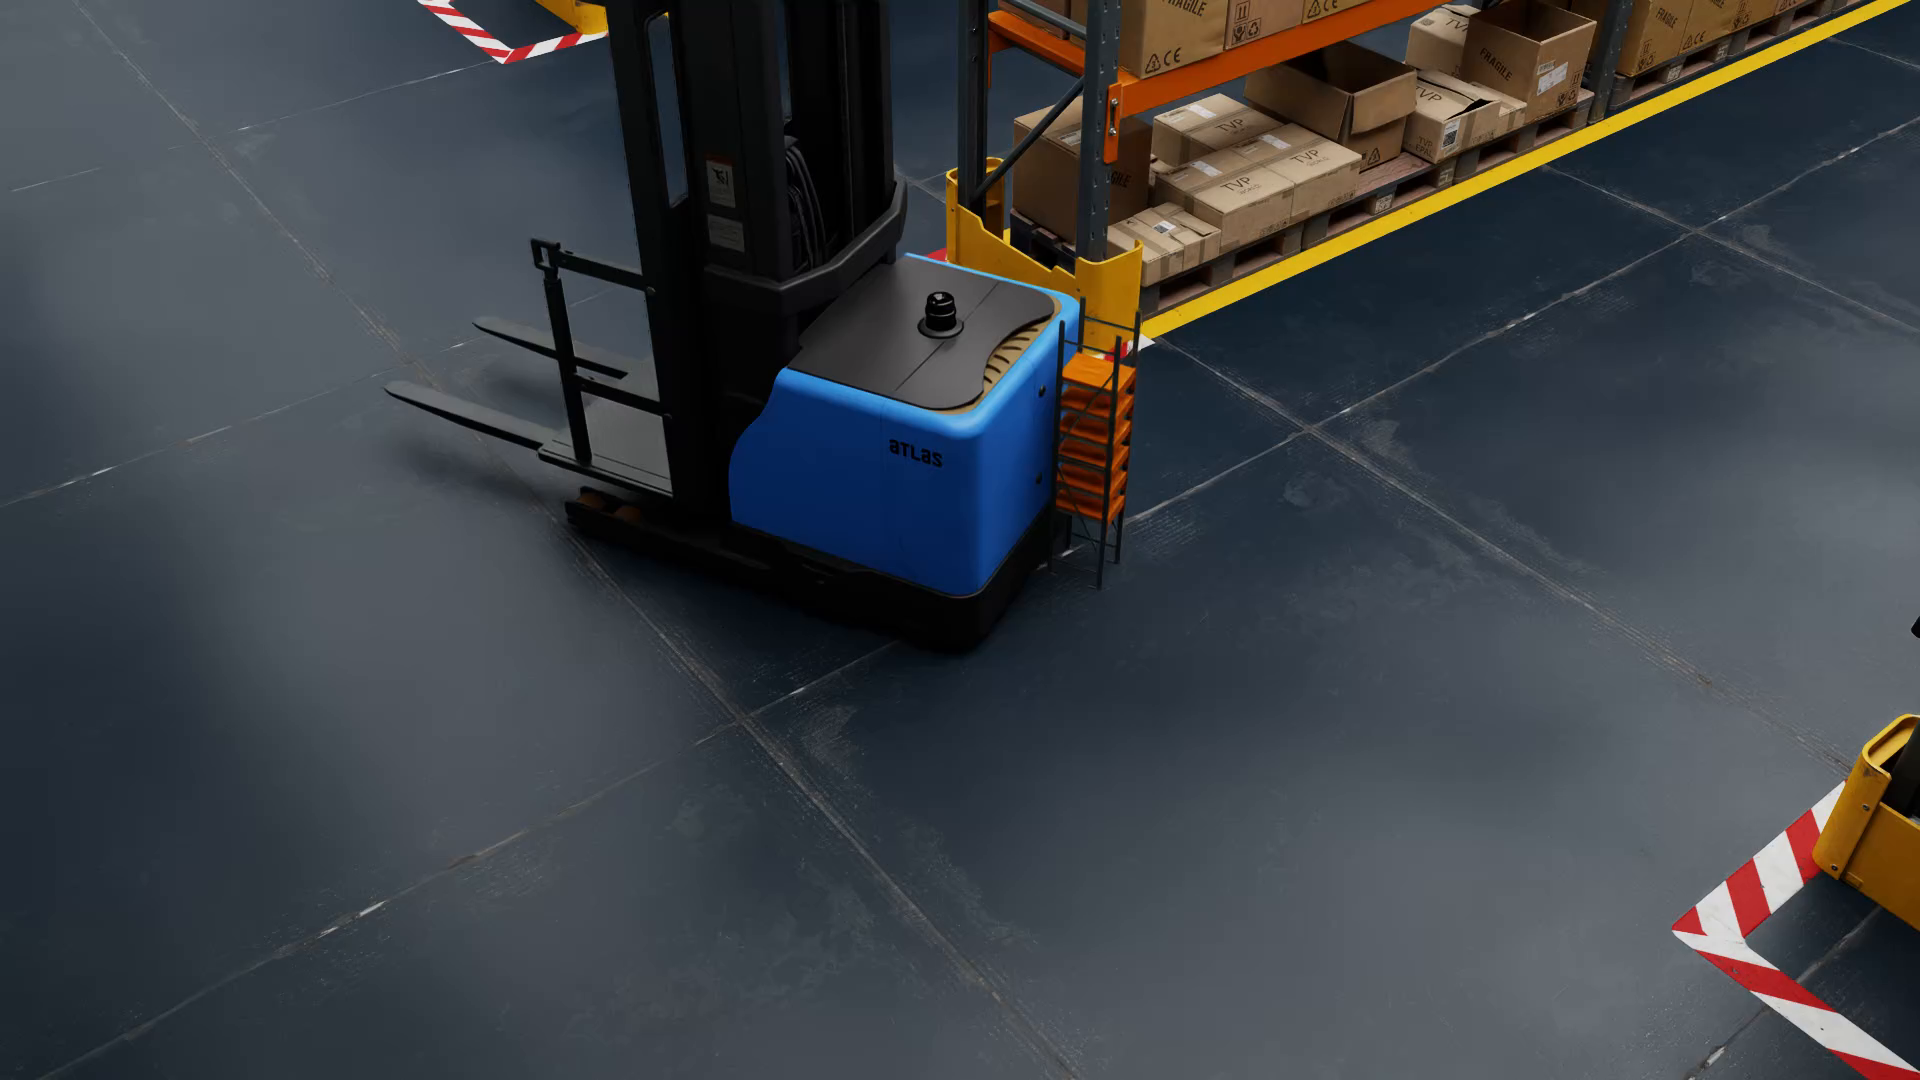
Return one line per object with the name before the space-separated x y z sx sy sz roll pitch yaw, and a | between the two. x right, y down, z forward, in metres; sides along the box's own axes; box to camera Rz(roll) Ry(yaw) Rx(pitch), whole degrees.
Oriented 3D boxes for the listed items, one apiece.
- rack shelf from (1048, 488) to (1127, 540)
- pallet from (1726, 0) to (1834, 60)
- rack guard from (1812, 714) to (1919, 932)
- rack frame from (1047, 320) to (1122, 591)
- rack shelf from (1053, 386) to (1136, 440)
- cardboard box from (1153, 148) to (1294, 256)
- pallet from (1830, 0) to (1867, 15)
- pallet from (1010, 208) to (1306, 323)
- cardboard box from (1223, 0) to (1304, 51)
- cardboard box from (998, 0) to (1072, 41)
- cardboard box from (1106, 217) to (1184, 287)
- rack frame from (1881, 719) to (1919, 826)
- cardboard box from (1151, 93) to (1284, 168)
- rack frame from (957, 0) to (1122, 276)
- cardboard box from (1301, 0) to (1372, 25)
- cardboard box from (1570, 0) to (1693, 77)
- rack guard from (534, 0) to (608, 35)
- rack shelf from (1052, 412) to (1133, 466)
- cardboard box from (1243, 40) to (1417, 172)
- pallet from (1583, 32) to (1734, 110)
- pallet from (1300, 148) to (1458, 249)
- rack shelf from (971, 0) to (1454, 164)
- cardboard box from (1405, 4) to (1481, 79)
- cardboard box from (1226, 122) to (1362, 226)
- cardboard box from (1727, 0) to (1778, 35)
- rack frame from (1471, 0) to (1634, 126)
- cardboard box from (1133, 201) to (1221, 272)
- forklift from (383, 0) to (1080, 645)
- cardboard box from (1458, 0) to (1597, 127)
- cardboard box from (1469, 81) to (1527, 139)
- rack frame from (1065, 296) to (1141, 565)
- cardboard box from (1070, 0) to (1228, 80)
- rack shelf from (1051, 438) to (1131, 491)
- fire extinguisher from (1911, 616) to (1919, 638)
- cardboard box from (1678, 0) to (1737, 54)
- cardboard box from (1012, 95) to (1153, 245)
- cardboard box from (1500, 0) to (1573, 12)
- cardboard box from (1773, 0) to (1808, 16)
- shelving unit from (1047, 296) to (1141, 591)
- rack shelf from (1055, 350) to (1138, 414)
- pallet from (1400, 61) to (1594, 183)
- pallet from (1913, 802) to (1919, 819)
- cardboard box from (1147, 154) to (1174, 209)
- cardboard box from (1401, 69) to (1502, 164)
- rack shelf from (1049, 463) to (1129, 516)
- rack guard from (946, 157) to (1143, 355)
rack shelf | 0.503 -0.126 6.568 0.258 0.103 0.180 18 43 20
pallet | 5.098 -3.636 11.179 1.213 0.211 1.003 -26 46 -28
rack guard | 3.339 1.105 5.173 0.348 0.500 1.175 -26 46 -28
rack frame | 0.463 -0.294 6.324 0.240 1.200 0.006 18 43 20
rack shelf | 0.506 -0.496 6.263 0.258 0.103 0.180 18 43 20
cardboard box | 1.337 -1.729 8.476 0.500 0.250 0.500 -26 46 -28
pallet | 6.064 -4.105 11.751 1.213 0.211 1.003 -26 46 -28
pallet | 1.028 -1.621 8.723 1.213 0.211 1.003 -26 46 -28
cardboard box | 1.255 -2.640 7.688 0.500 0.500 0.500 -26 46 -28
cardboard box | 0.526 -2.709 7.772 0.500 0.500 0.500 -25 45 -27
cardboard box | 0.878 -1.418 8.177 0.250 0.149 0.380 -26 46 -28
rack frame | 3.358 0.129 4.391 0.127 3.000 1.000 -26 46 -28
cardboard box | 1.389 -2.154 8.995 0.500 0.250 0.500 -26 46 -28
rack frame | 0.336 -2.361 7.426 0.127 3.000 1.000 -26 46 -28
cardboard box | 1.654 -2.833 7.923 0.500 0.500 0.500 -26 46 -28
cardboard box | 4.040 -3.175 10.042 0.500 0.500 0.500 -28 47 -30
rack guard | -2.690 -3.871 11.238 0.348 0.500 1.175 -26 46 -28
rack shelf | 0.505 -0.404 6.339 0.258 0.103 0.180 18 43 20
cardboard box | 2.021 -2.383 9.075 0.637 0.503 0.797 -26 46 -28
pallet | 4.130 -3.162 10.601 1.213 0.211 1.003 -26 46 -28
pallet | 1.995 -2.089 9.294 1.213 0.211 1.003 -26 46 -28
rack shelf | 1.922 -2.856 8.596 4.000 0.370 1.077 -26 46 -28
cardboard box | 3.043 -2.984 9.959 0.500 0.311 0.500 -26 46 -28
cardboard box | 1.733 -1.922 8.712 0.500 0.250 0.500 -26 46 -28
cardboard box | 4.857 -3.576 10.531 0.500 0.500 0.500 -25 46 -28
rack frame | 3.508 -3.907 9.311 0.127 3.000 1.000 -26 46 -28
cardboard box | 1.076 -1.521 8.290 0.250 0.166 0.380 -26 46 -28
forklift | -1.064 -1.387 6.293 3.031 2.935 1.130 18 43 21
cardboard box | 3.229 -2.748 9.522 0.500 0.500 0.500 -26 46 -28
cardboard box | 2.968 -2.437 9.419 0.250 0.149 0.380 -26 46 -28
rack frame | 0.547 -0.397 6.450 0.240 1.200 0.006 18 43 20
cardboard box | 0.849 -2.438 7.442 0.500 0.500 0.500 -25 46 -27
rack shelf | 0.505 -0.311 6.415 0.258 0.103 0.180 18 43 20
fire extinguisher | 2.957 0.129 4.746 0.183 0.674 0.296 -26 46 -28
cardboard box | 4.456 -3.387 10.300 0.500 0.500 0.500 -25 46 -28
cardboard box | 0.617 -1.898 8.487 0.500 0.500 0.500 -26 46 -28
cardboard box | 3.724 -3.445 10.372 0.500 0.500 0.500 -26 46 -28
cardboard box | 5.258 -3.771 10.769 0.500 0.500 0.500 -28 47 -30
shelving unit | 0.505 -0.346 6.387 0.258 1.200 0.189 18 43 20
rack shelf | 0.507 -0.589 6.186 0.258 0.103 0.180 18 43 20
pallet | 2.963 -2.564 9.872 1.213 0.211 1.003 -26 46 -28
pallet | 3.944 0.859 5.700 1.213 0.211 1.003 -26 46 -28
cardboard box | 0.993 -1.881 8.728 0.250 0.166 0.380 -26 46 -28
cardboard box | 2.634 -2.385 9.228 0.500 0.311 0.500 -26 46 -28
rack shelf | 0.504 -0.219 6.492 0.258 0.103 0.180 18 43 20
rack guard | 0.397 -1.424 8.255 0.348 0.500 1.175 -26 46 -28
